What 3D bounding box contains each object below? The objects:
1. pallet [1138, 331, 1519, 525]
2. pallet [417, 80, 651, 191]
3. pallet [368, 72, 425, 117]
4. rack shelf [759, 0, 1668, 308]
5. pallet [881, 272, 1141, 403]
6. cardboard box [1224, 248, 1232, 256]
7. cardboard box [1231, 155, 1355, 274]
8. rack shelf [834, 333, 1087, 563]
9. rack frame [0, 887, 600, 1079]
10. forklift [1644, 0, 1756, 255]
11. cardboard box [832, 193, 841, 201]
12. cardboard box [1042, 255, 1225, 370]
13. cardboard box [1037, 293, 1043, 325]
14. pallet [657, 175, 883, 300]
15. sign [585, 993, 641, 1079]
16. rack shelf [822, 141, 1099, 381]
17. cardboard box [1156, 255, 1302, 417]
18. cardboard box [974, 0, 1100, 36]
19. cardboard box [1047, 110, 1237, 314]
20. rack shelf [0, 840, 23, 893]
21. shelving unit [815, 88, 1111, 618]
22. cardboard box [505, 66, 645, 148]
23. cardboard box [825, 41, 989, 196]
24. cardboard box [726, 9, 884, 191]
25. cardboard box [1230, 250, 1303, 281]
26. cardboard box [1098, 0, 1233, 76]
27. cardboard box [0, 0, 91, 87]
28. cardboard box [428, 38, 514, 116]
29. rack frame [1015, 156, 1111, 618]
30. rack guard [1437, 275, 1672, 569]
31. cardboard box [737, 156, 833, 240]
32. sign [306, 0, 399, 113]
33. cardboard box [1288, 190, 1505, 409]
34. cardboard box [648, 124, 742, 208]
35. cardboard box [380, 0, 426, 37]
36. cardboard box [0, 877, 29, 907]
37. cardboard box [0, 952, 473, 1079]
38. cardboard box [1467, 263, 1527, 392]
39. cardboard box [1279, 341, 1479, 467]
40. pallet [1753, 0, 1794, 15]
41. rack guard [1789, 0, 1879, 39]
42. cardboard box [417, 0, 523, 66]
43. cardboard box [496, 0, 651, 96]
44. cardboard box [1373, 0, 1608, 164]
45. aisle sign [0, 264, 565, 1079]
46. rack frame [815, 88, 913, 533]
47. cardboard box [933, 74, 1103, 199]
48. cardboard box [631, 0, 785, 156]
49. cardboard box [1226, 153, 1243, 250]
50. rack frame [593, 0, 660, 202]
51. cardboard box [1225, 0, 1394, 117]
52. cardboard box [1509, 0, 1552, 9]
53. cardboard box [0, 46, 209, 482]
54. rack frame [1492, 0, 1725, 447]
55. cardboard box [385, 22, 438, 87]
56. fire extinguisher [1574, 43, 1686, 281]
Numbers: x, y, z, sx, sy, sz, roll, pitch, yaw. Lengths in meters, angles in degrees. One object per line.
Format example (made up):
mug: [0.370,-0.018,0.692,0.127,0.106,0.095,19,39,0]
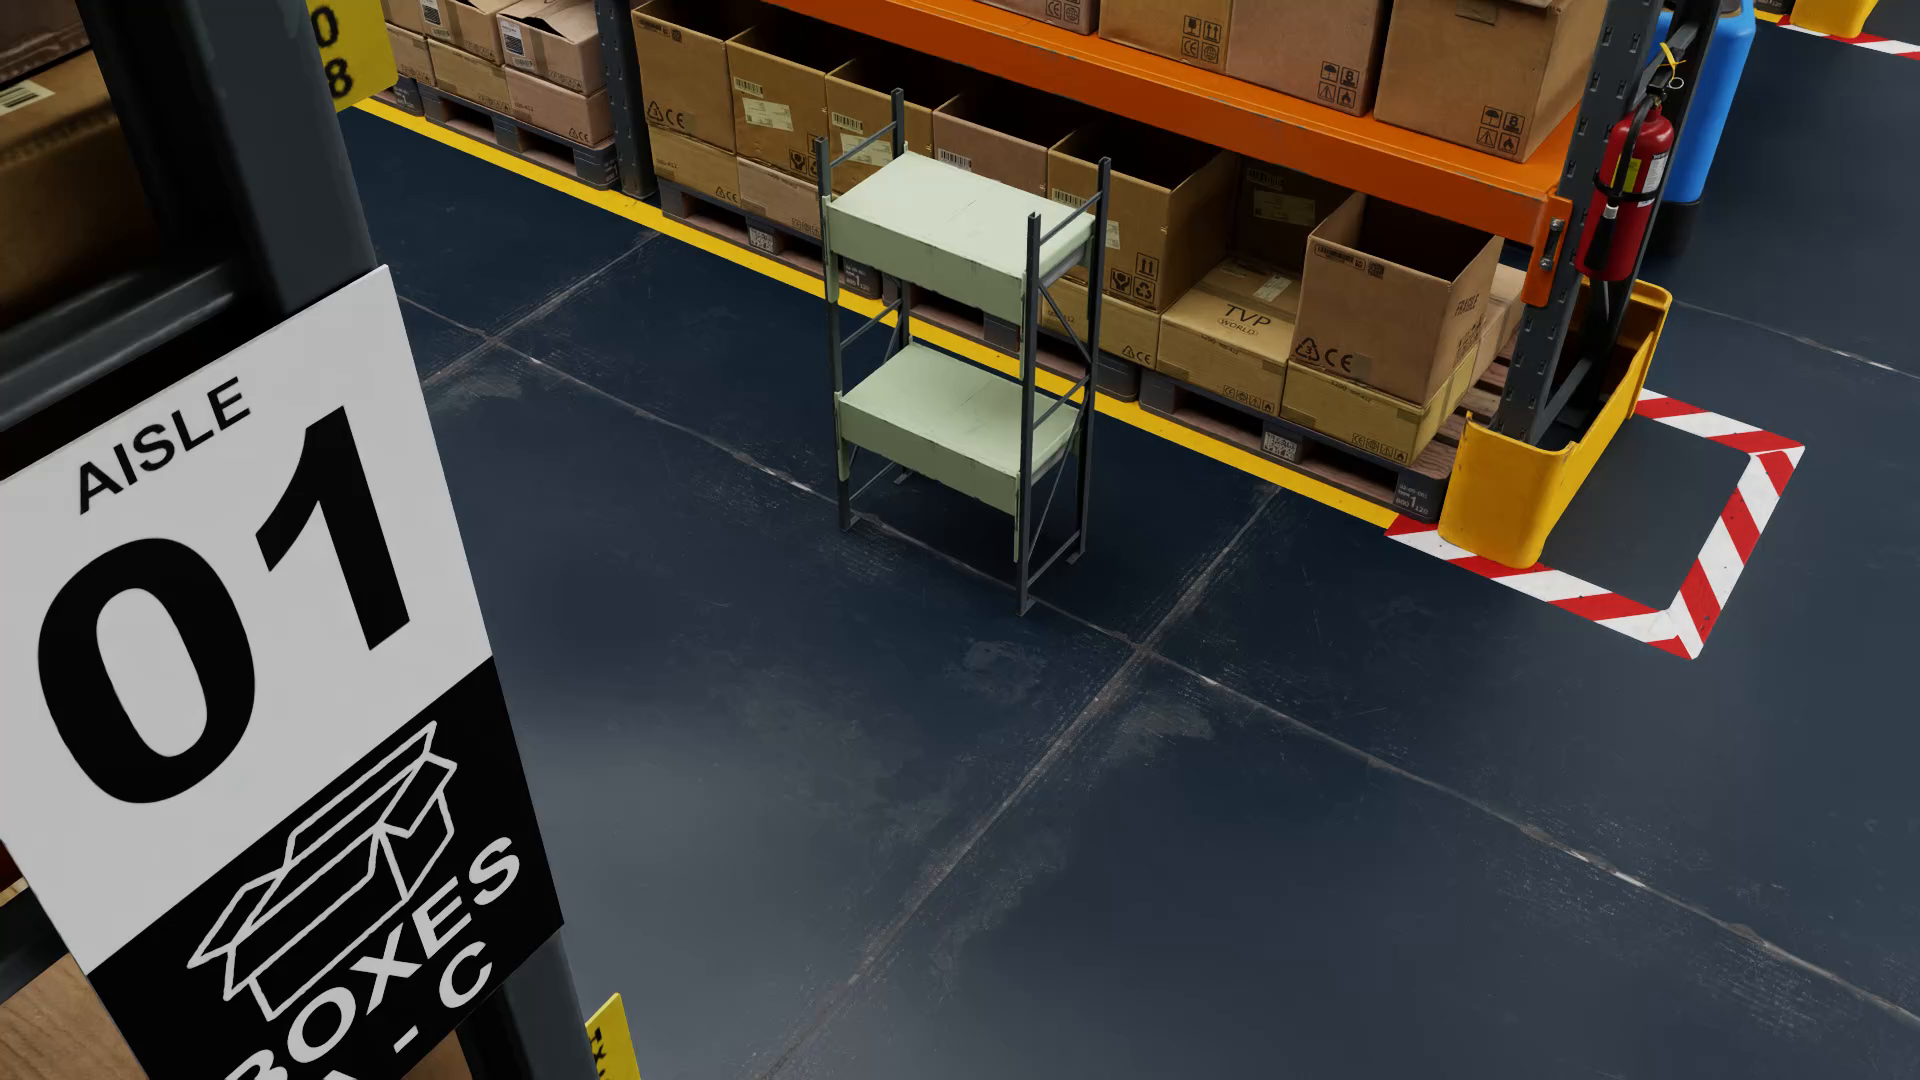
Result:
pallet: [1.440,-0.626,6.291,1.213,0.211,1.003,25,48,25]
pallet: [-1.810,-2.148,7.992,1.213,0.211,1.003,25,48,25]
pallet: [-2.813,-2.615,8.514,1.213,0.211,1.003,25,48,25]
rack shelf: [0.453,-1.892,6.155,4.000,0.370,1.077,25,48,25]
pallet: [0.446,-1.093,6.813,1.213,0.211,1.003,25,48,25]
cardboard box: [0.959,-1.234,6.627,0.500,0.250,0.500,25,48,25]
cardboard box: [1.369,-1.323,6.164,0.500,0.500,0.500,25,48,25]
rack shelf: [0.005,-0.313,5.464,0.720,0.370,0.431,25,48,25]
rack frame: [-0.751,1.311,2.035,0.127,3.000,1.000,25,48,25]
forklift: [2.980,-3.286,7.225,1.130,2.935,3.031,11,43,12]
cardboard box: [-0.166,-1.327,6.730,0.500,0.250,0.500,25,48,25]
cardboard box: [0.655,-0.946,6.305,0.500,0.250,0.500,25,48,25]
cardboard box: [0.247,-1.138,6.520,0.500,0.250,0.500,25,48,25]
pallet: [-0.557,-1.560,7.335,1.213,0.211,1.003,25,48,25]
sign: [-0.439,0.692,2.078,0.005,0.325,0.100,25,48,25]
rack shelf: [0.005,-0.847,4.987,0.720,0.370,0.431,25,48,25]
cardboard box: [1.066,-0.755,6.092,0.500,0.250,0.500,25,48,25]
cardboard box: [0.447,-2.209,5.894,0.500,0.500,0.700,27,48,27]
cardboard box: [0.654,-1.224,6.053,0.500,0.500,0.500,25,48,25]
rack shelf: [-2.388,-0.304,2.131,4.000,0.370,1.077,25,48,25]
shelving unit: [0.005,-0.556,5.247,0.755,1.500,0.431,25,48,25]
cardboard box: [-1.690,-2.059,7.548,0.500,0.250,0.500,25,47,25]
cardboard box: [-0.166,-1.606,6.480,0.500,0.500,0.500,25,48,25]
cardboard box: [-0.571,-1.802,6.699,0.500,0.500,0.500,25,48,25]
cardboard box: [1.368,-1.043,6.413,0.500,0.250,0.500,25,48,25]
cardboard box: [0.880,-2.009,5.671,0.500,0.500,0.700,25,48,26]
cardboard box: [-0.927,-0.504,0.975,0.500,0.500,0.500,22,46,22]
cardboard box: [-2.103,-2.253,7.766,0.500,0.250,0.500,24,47,25]
rack frame: [0.305,-0.416,5.090,0.023,1.500,0.400,25,48,25]
rack guard: [2.110,-0.454,5.883,0.348,0.500,1.175,25,48,25]
cardboard box: [-0.572,-1.521,6.947,0.500,0.250,0.500,25,48,25]
sign: [-0.439,-0.429,1.075,0.005,0.325,0.100,25,48,25]
cardboard box: [1.481,-0.849,5.634,0.500,0.500,0.500,25,48,25]
cardboard box: [-0.979,-1.715,7.164,0.500,0.250,0.500,25,48,25]
cardboard box: [-2.517,-2.654,7.793,0.500,0.311,0.500,25,47,25]
cardboard box: [-1.368,0.539,2.434,0.500,0.500,0.500,25,48,25]
cardboard box: [-0.969,0.733,2.216,0.500,0.500,0.500,25,48,25]
cardboard box: [1.779,-0.853,6.201,0.500,0.250,0.500,25,48,25]
cardboard box: [1.482,-0.571,5.885,0.500,0.250,0.500,25,48,25]
pallet: [4.187,-3.376,9.364,1.213,0.211,1.003,25,48,25]
rack guard: [4.849,-3.169,8.917,0.348,0.500,1.175,25,48,25]
cardboard box: [-2.110,-2.461,7.578,0.500,0.311,0.500,26,48,26]
cardboard box: [-1.680,-2.266,7.359,0.500,0.311,0.500,25,48,25]
cardboard box: [1.716,-1.618,5.233,0.500,0.500,0.700,25,48,25]
aisle sign: [-0.519,0.206,1.321,0.004,0.787,0.394,25,48,25]
rack frame: [-0.294,-0.697,5.404,0.023,1.500,0.400,25,48,25]
cardboard box: [0.245,-1.416,6.268,0.500,0.500,0.500,25,48,25]
cardboard box: [-0.984,-1.989,6.908,0.500,0.500,0.500,25,48,25]
cardboard box: [0.952,-1.508,6.370,0.500,0.500,0.500,25,48,25]
rack frame: [-1.184,-2.926,6.771,0.127,3.000,1.000,25,48,25]
cardboard box: [1.283,-1.816,5.455,0.500,0.500,0.700,26,48,26]
cardboard box: [1.668,-1.716,4.857,0.250,0.149,0.380,24,47,25]
cardboard box: [-0.881,-0.116,1.291,0.500,0.500,0.500,26,48,26]
rack frame: [2.091,-1.395,5.059,0.127,3.000,1.000,25,48,25]
cardboard box: [-2.522,-2.449,7.984,0.500,0.250,0.500,26,48,26]
fire extinguisher: [1.921,-1.067,4.751,0.183,0.674,0.296,25,48,25]
